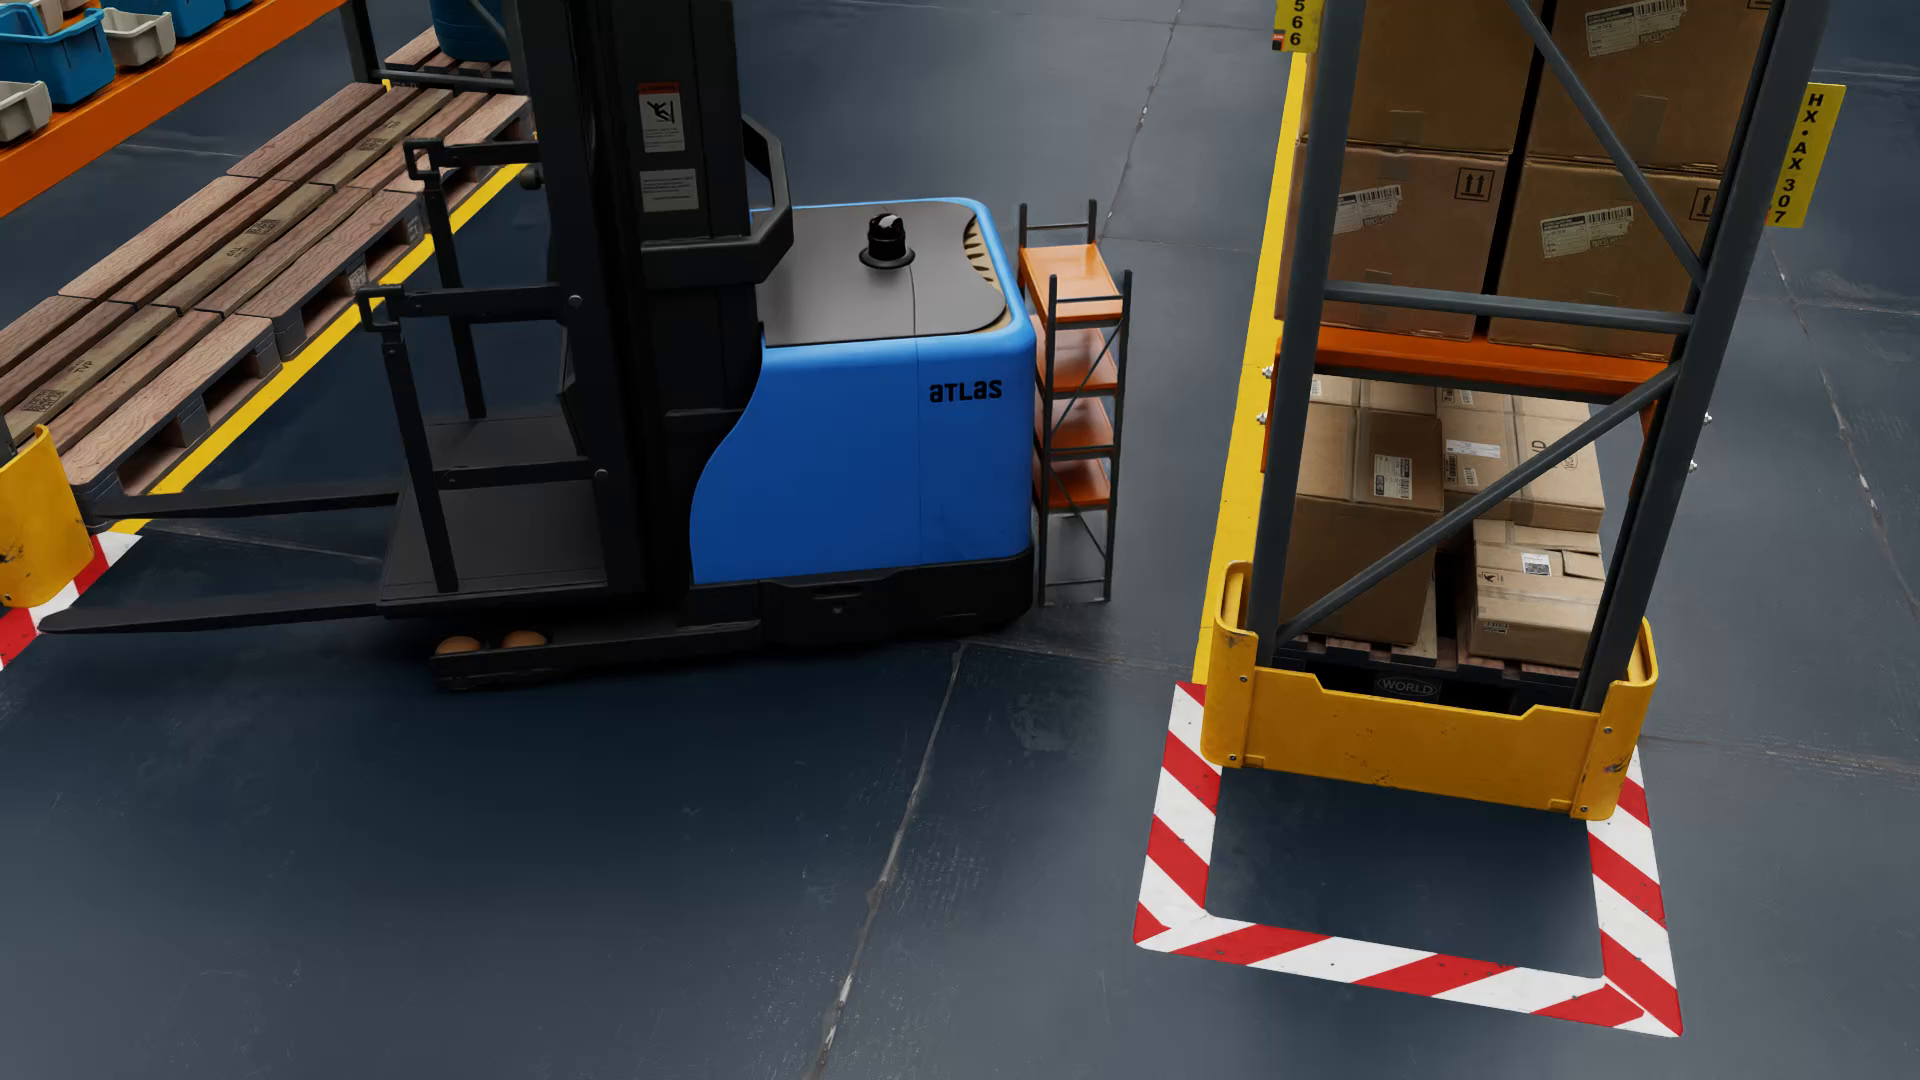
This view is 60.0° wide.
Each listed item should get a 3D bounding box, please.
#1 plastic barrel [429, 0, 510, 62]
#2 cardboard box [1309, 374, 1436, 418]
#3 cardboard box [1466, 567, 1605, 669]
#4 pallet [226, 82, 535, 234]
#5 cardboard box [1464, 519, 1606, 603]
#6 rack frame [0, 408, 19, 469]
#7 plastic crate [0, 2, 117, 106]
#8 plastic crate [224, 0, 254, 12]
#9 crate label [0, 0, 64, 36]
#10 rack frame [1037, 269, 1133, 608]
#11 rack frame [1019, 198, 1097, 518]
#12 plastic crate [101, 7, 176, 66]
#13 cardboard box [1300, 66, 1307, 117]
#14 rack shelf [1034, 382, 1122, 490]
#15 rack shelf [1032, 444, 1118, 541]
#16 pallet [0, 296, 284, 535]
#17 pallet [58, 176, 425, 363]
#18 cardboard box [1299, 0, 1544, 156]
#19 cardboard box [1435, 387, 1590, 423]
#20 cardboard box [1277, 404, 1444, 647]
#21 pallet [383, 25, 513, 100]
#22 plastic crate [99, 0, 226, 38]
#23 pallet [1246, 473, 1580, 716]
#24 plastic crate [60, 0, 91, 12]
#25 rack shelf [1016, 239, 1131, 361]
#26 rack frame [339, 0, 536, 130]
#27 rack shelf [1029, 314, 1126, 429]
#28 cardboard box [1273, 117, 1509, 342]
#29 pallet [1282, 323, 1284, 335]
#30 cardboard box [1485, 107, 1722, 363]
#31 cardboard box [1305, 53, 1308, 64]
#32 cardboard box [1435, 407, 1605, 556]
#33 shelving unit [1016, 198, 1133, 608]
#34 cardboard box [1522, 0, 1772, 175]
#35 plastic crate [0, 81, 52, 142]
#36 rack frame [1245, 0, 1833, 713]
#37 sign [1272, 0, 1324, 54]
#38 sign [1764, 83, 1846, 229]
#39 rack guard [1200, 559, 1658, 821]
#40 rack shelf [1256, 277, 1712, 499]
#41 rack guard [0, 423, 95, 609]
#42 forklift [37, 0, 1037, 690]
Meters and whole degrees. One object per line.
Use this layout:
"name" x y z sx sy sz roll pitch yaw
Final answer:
"plastic barrel" -2.565 -3.093 8.892 0.600 0.901 0.708 7 37 10
"cardboard box" 1.394 -0.495 5.845 0.500 0.250 0.500 7 37 10
"cardboard box" 1.711 0.232 4.928 0.380 0.149 0.250 7 37 10
"pallet" -2.817 -1.908 8.202 1.003 0.211 1.213 7 37 10
"cardboard box" 1.765 0.082 5.120 0.380 0.166 0.250 7 37 10
"rack frame" -3.552 -1.170 4.808 1.000 3.000 0.127 7 37 10
"plastic crate" -3.037 -1.604 5.499 0.416 0.233 0.300 7 37 10
"plastic crate" -2.832 -2.154 6.257 0.416 0.233 0.300 7 37 10
"crate label" -3.443 -1.905 5.996 0.396 0.136 0.243 7 37 10
"rack frame" 0.374 -0.278 5.112 0.240 1.200 0.015 -5 36 -7
"rack frame" 0.304 -0.562 5.503 0.240 1.200 0.015 -5 36 -7
"plastic crate" -2.883 -1.750 5.782 0.250 0.136 0.298 7 37 10
"cardboard box" 1.223 -1.176 4.732 0.500 0.500 0.500 8 37 10
"rack shelf" 0.339 -0.366 5.347 0.258 0.148 0.480 -5 36 -7
"rack shelf" 0.339 -0.205 5.463 0.258 0.148 0.480 -5 36 -7
"pallet" -3.338 -0.509 6.272 1.003 0.211 1.213 7 37 10
"pallet" -3.075 -1.206 7.234 1.003 0.211 1.213 7 37 10
"cardboard box" 1.113 -1.282 4.025 0.500 0.500 0.500 7 37 10
"cardboard box" 1.893 -0.461 5.798 0.500 0.250 0.500 7 37 10
"cardboard box" 1.162 -0.056 5.026 0.500 0.500 0.500 7 37 10
"pallet" -2.492 -2.771 9.394 1.003 0.211 1.213 7 37 10
"plastic crate" -2.896 -1.982 6.020 0.416 0.233 0.300 7 37 10
"pallet" 1.472 0.082 5.458 1.003 0.211 1.213 7 37 10
"plastic crate" -3.398 -2.077 6.233 0.298 0.136 0.250 7 37 10
"rack shelf" 0.340 -0.738 5.077 0.258 0.148 0.480 -5 36 -7
"rack frame" -2.698 -3.463 7.972 1.000 3.000 0.127 7 37 10
"rack shelf" 0.339 -0.547 5.215 0.258 0.148 0.480 -5 36 -7
"cardboard box" 1.116 -0.878 4.321 0.500 0.500 0.500 8 37 11
"pallet" 1.735 -0.616 6.420 1.003 0.211 1.213 7 37 10
"cardboard box" 1.639 -0.809 4.225 0.500 0.500 0.500 8 37 11
"cardboard box" 1.220 -1.572 4.425 0.500 0.500 0.500 8 37 11
"cardboard box" 1.786 -0.175 5.403 0.500 0.250 0.500 7 37 10
"shelving unit" 0.339 -0.420 5.307 0.258 1.200 0.503 -5 36 -7
"cardboard box" 1.639 -1.214 3.931 0.500 0.500 0.500 8 37 11
"plastic crate" -3.028 -1.361 5.246 0.250 0.136 0.298 7 37 10
"rack frame" 1.286 -0.547 3.949 1.000 3.000 0.127 7 37 10
"sign" 0.748 -1.225 3.628 0.100 0.325 0.005 7 37 10
"sign" 1.816 -0.829 3.601 0.100 0.325 0.005 7 37 10
"rack guard" 1.302 0.422 4.742 1.175 0.500 0.348 7 37 10
"rack shelf" 1.713 -1.402 5.742 1.077 0.370 4.000 7 37 10
"rack guard" -3.545 -0.142 5.520 1.175 0.500 0.348 7 37 10
"forklift" -1.326 -1.058 4.713 3.031 2.935 1.130 -5 36 -7
